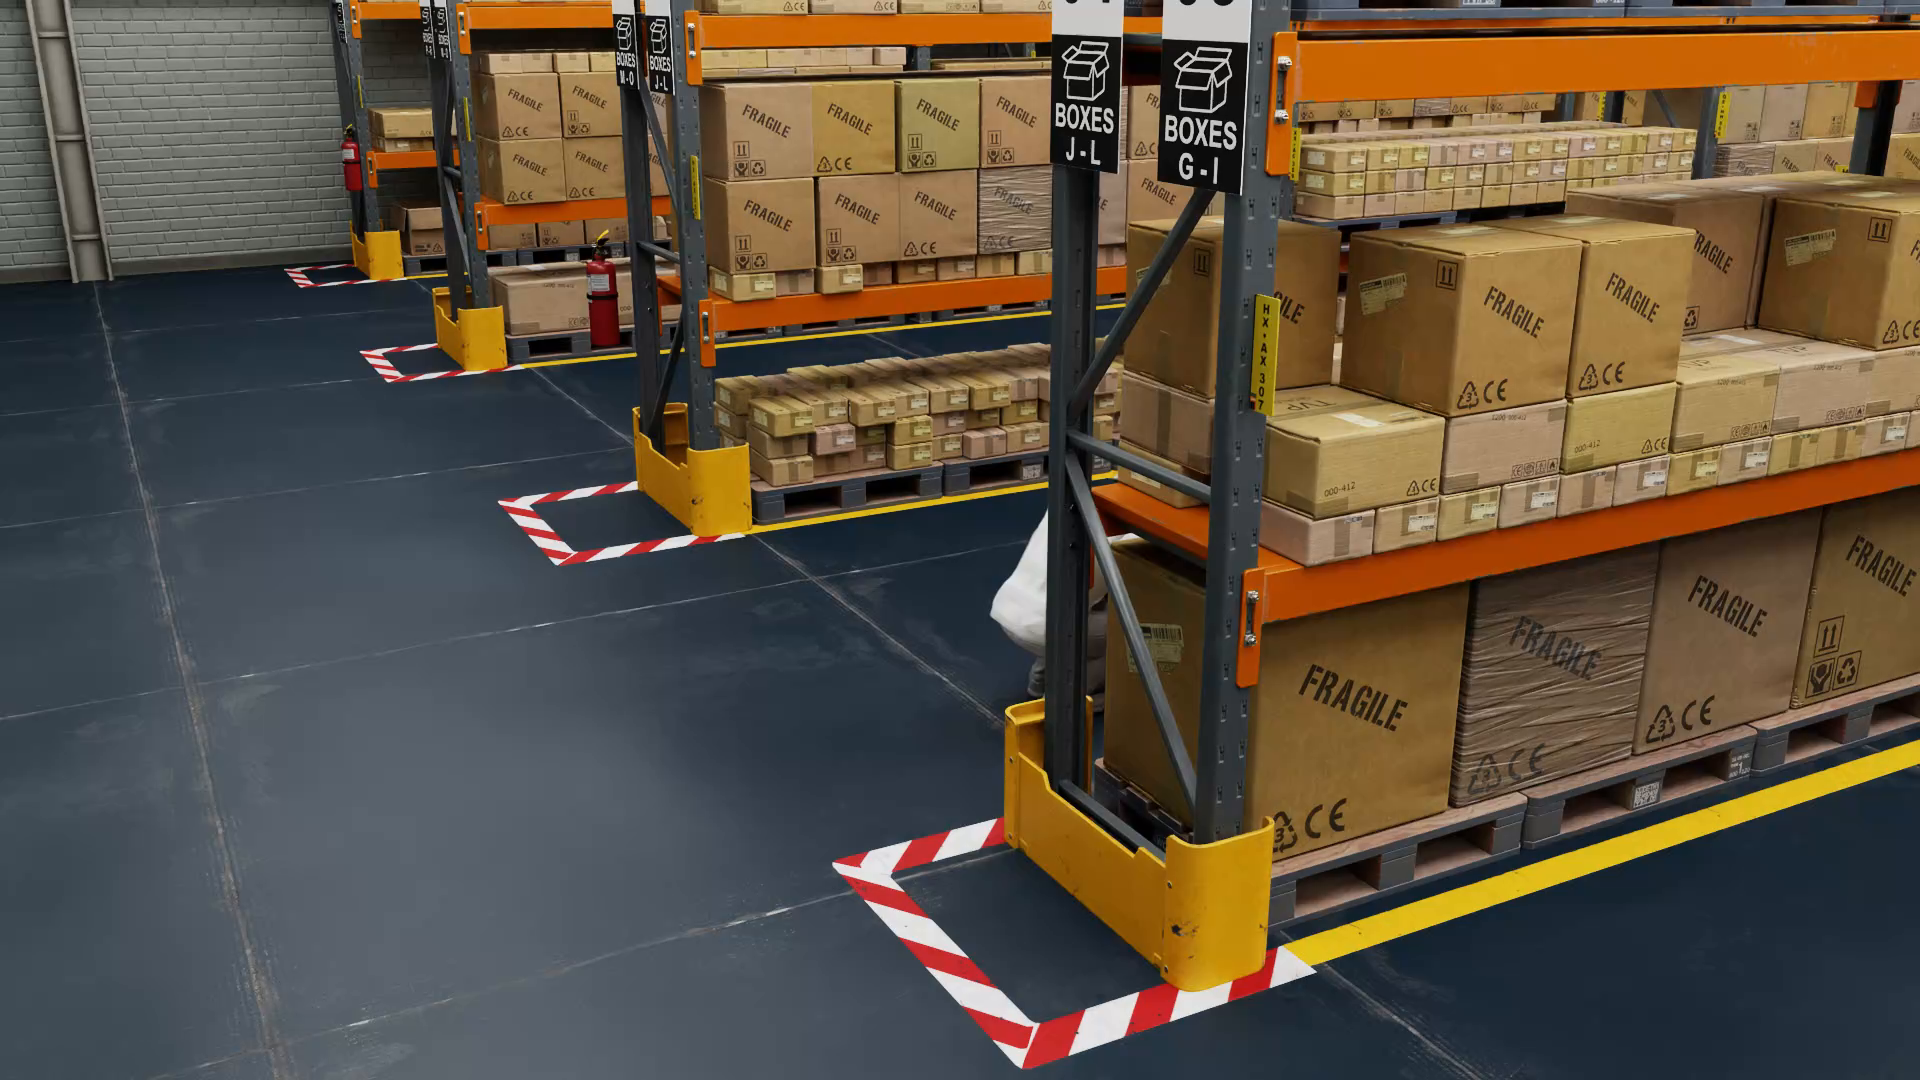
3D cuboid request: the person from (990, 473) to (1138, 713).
[{"bbox_3d":[0.552,0.202,7.144,0.876,0.999,0.583,-10,21,-27],"label":"person"}]
